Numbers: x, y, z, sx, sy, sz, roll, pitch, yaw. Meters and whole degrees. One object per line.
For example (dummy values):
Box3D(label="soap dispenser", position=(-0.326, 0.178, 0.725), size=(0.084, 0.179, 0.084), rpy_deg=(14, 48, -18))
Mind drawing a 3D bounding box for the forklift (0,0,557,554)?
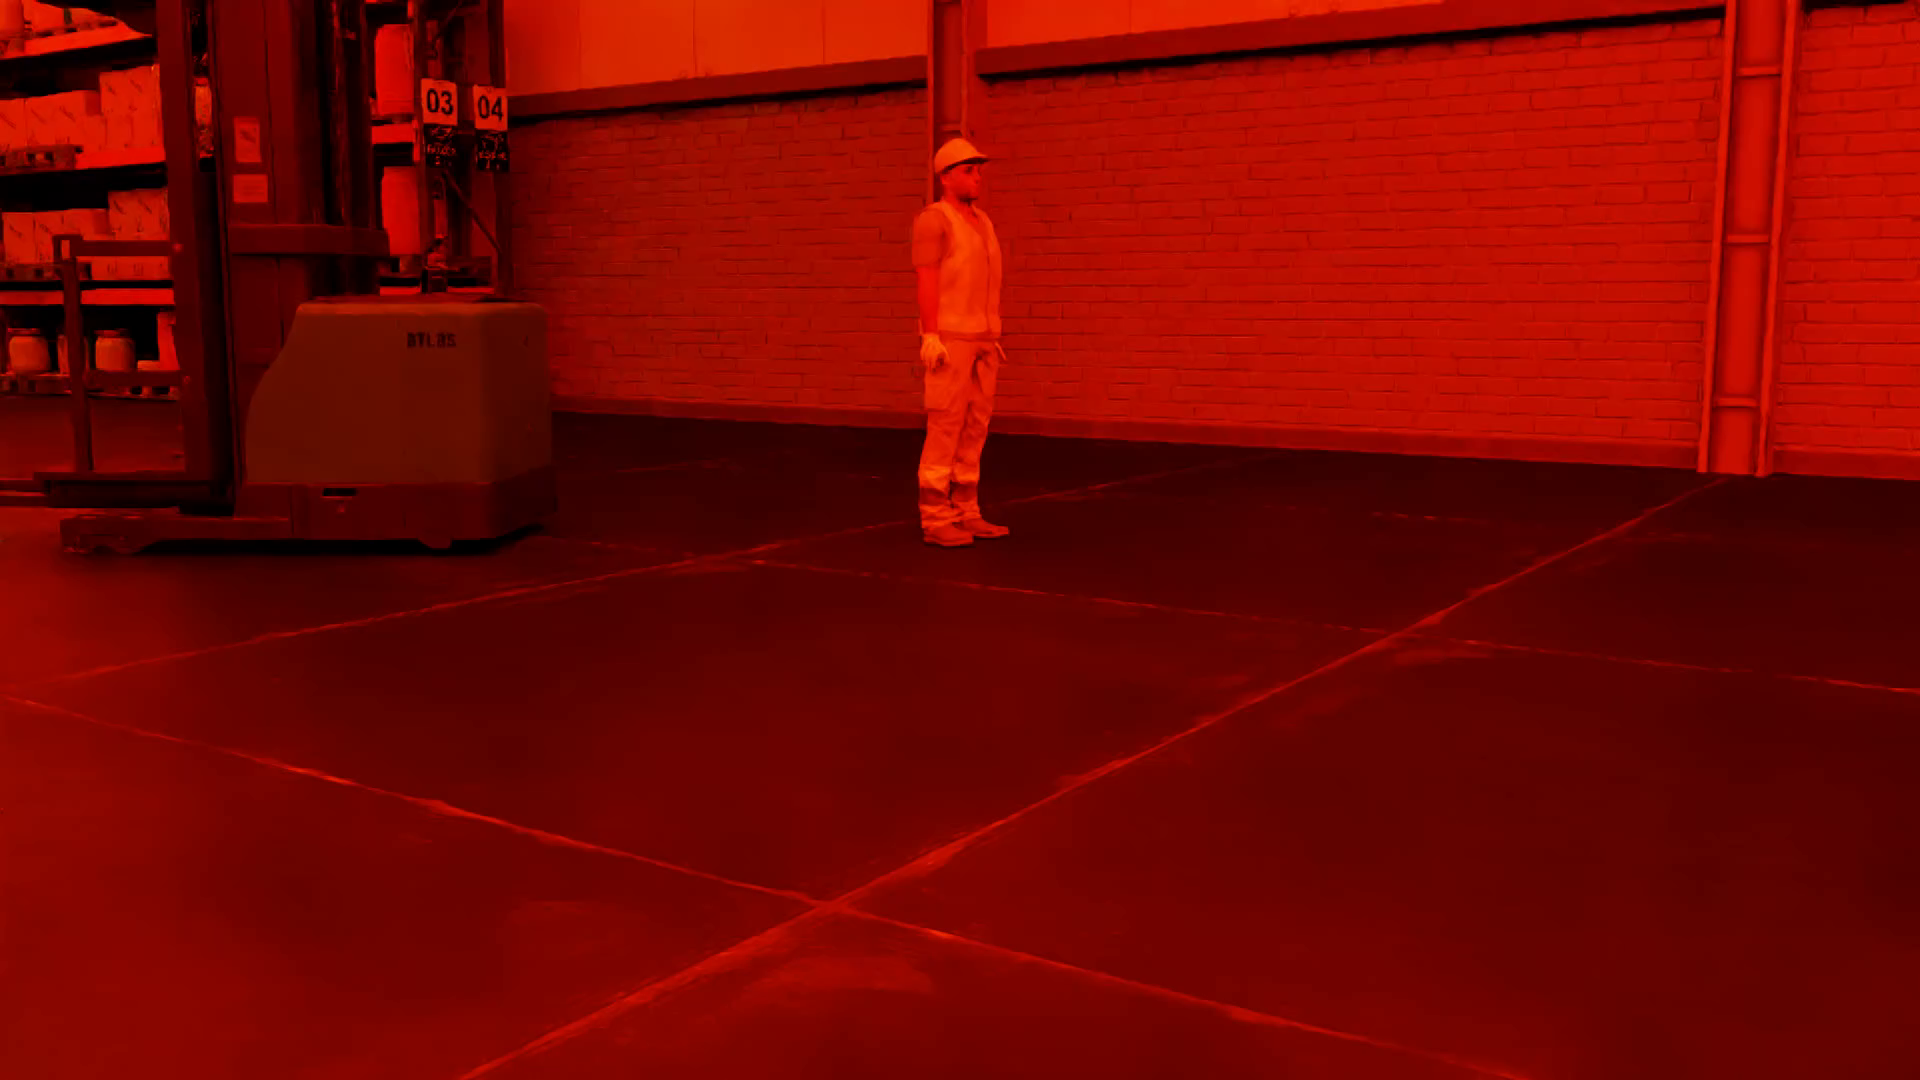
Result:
Box3D(label="forklift", position=(-3.481, -1.464, 7.485), size=(3.031, 2.935, 1.130), rpy_deg=(0, 8, 3))

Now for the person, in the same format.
Box3D(label="person", position=(0.018, -0.885, 7.467), size=(0.349, 1.795, 0.540), rpy_deg=(5, 10, 34))
